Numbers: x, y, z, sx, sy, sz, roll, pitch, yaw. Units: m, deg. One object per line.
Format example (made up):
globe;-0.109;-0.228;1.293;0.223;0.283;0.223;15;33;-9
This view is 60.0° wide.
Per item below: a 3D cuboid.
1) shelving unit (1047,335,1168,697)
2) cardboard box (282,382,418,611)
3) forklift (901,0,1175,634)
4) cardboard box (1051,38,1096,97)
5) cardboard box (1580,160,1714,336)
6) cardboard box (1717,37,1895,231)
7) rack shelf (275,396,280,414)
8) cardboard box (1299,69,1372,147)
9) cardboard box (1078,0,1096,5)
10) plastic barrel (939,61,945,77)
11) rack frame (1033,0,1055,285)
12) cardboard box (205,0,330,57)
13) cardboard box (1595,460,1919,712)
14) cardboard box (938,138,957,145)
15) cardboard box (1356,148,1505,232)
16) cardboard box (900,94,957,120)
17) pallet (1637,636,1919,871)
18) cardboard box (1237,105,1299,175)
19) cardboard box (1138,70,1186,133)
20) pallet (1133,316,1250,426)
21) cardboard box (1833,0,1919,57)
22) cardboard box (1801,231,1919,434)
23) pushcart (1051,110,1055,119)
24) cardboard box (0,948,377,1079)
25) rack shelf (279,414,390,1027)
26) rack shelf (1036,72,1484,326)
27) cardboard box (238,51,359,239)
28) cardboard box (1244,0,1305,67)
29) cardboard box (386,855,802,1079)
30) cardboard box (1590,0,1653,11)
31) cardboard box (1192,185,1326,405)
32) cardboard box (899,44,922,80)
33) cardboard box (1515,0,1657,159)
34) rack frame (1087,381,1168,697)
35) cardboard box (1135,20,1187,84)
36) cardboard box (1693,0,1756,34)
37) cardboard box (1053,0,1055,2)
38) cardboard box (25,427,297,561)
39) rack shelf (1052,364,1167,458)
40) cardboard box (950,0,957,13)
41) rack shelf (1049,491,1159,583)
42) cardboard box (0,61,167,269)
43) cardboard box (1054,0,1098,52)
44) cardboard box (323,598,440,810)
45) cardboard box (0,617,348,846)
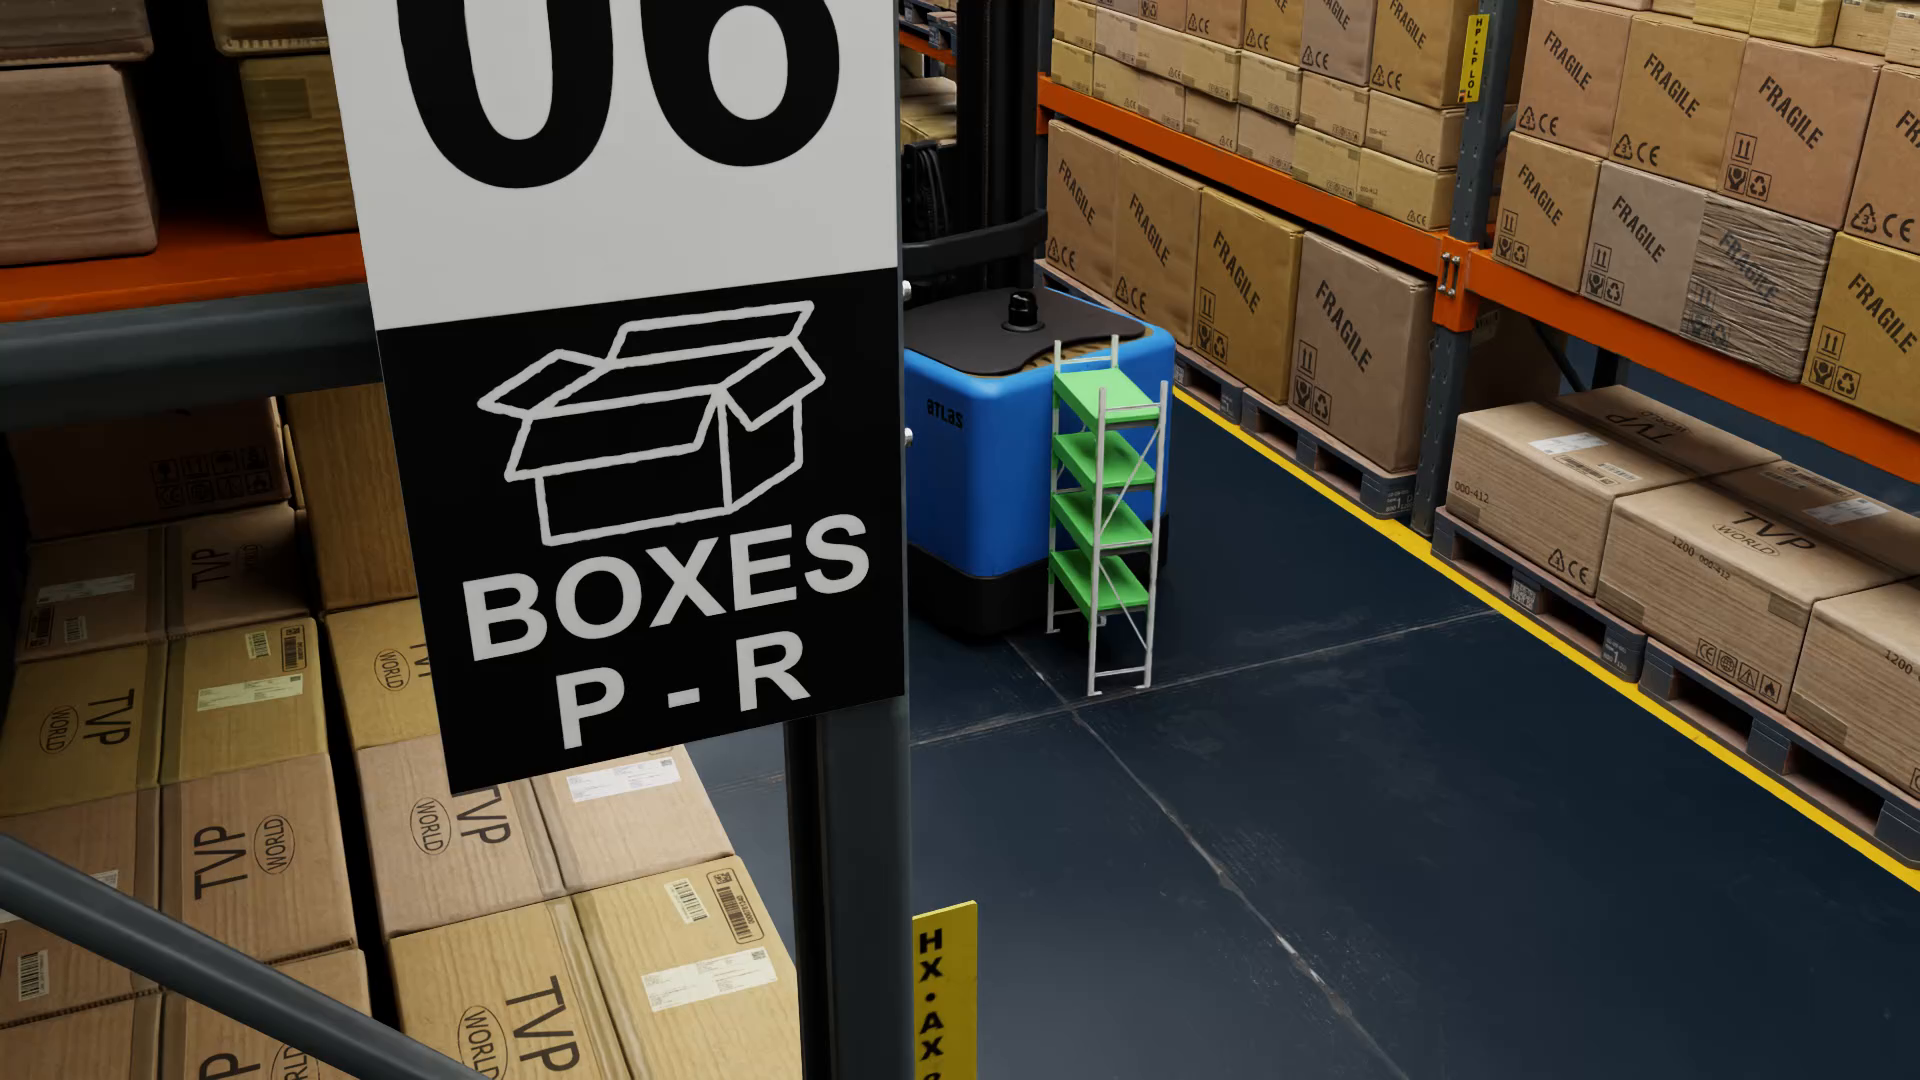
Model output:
shelving unit;0.521;-0.086;6.060;0.258;1.200;0.503;-7;27;-13
cardboard box;-1.046;-0.229;3.278;0.500;0.500;0.500;-10;28;-19
forklift;-0.451;-1.537;7.056;1.130;2.935;3.031;-19;32;-34
cardboard box;0.865;-2.767;9.669;0.500;0.250;0.500;-11;28;-21
cardboard box;2.607;-1.067;5.903;0.500;0.500;0.500;-10;28;-20
cardboard box;2.817;-1.307;5.255;0.500;0.500;0.500;-10;28;-20
rack shelf;-2.878;-1.090;6.884;1.077;0.370;4.000;-11;28;-21
cardboard box;1.872;-1.954;7.435;0.500;0.250;0.500;-10;28;-19
cardboard box;0.873;-3.328;9.394;0.500;0.500;0.500;-12;28;-22
plastic barrel;-0.026;-4.573;16.135;0.512;0.421;0.421;8;27;15
rack frame;0.905;-3.075;10.130;1.000;3.000;0.127;-11;28;-21
cardboard box;-0.450;-0.632;1.538;0.500;0.250;0.500;-11;28;-21
cardboard box;2.969;0.135;5.995;0.875;0.438;0.875;-11;28;-22
cardboard box;0.396;-2.609;11.692;0.950;0.372;0.625;-11;28;-22
cardboard box;2.064;-1.531;7.137;0.500;0.250;0.500;-11;28;-22
cardboard box;-0.169;-3.197;12.895;0.950;0.372;0.625;-9;27;-17
pallet;3.179;0.606;5.768;1.003;0.211;1.213;-11;28;-21
cardboard box;1.685;-1.944;7.983;0.500;0.250;0.500;-11;28;-22
cardboard box;1.282;-2.350;8.815;0.500;0.250;0.500;-10;28;-19
pallet;1.618;-0.999;9.056;1.003;0.211;1.213;-11;28;-21
cardboard box;2.902;-1.567;5.048;0.380;0.149;0.250;-11;28;-21
cardboard box;2.998;-0.657;5.063;0.500;0.500;0.500;-10;28;-19
pushcart;1.417;-3.924;14.856;1.648;0.377;0.936;-22;34;-38
cardboard box;-0.952;0.802;2.020;0.500;0.250;0.500;-10;28;-19
rack shelf;-1.311;0.525;3.577;1.077;0.370;4.000;-11;28;-21
rack shelf;1.688;-1.945;8.634;1.077;0.370;4.000;-11;28;-21
cardboard box;-0.439;-0.395;1.507;0.380;0.149;0.250;-10;28;-20
cardboard box;1.675;-2.508;7.713;0.500;0.500;0.500;-10;28;-19
cardboard box;-0.458;0.713;2.203;0.500;0.250;0.500;-10;28;-20
cardboard box;2.471;-1.973;5.880;0.380;0.149;0.250;-10;28;-20
cardboard box;1.794;-1.294;8.425;0.875;0.875;0.875;-10;28;-19
cardboard box;-0.644;-4.265;14.366;0.500;0.500;0.500;-9;27;-18
cardboard box;2.435;-1.721;6.102;0.500;0.500;0.500;-10;28;-20
rack frame;0.584;0.017;5.848;0.240;1.200;0.015;-7;27;-13
cardboard box;1.261;-2.573;8.703;0.500;0.250;0.500;-11;28;-21
cardboard box;2.651;-1.767;5.456;0.380;0.149;0.250;-11;28;-21
cardboard box;0.471;-3.578;10.228;0.500;0.500;0.500;-11;28;-22
cardboard box;-1.746;-0.016;3.696;0.500;0.250;0.500;-10;28;-19
rack shelf;0.521;-0.460;5.877;0.258;0.148;0.480;-7;27;-13
cardboard box;0.157;-3.536;10.881;0.380;0.149;0.250;-12;28;-23
rack shelf;0.521;-0.029;6.088;0.258;0.148;0.480;-7;27;-13
cardboard box;-0.866;-0.316;1.345;0.380;0.149;0.250;-10;28;-19
cardboard box;0.876;-2.985;9.547;0.500;0.250;0.500;-11;28;-21
cardboard box;-0.857;0.305;3.037;0.500;0.250;0.500;-11;28;-22
cardboard box;-1.343;0.393;2.858;0.500;0.250;0.500;-10;28;-19
